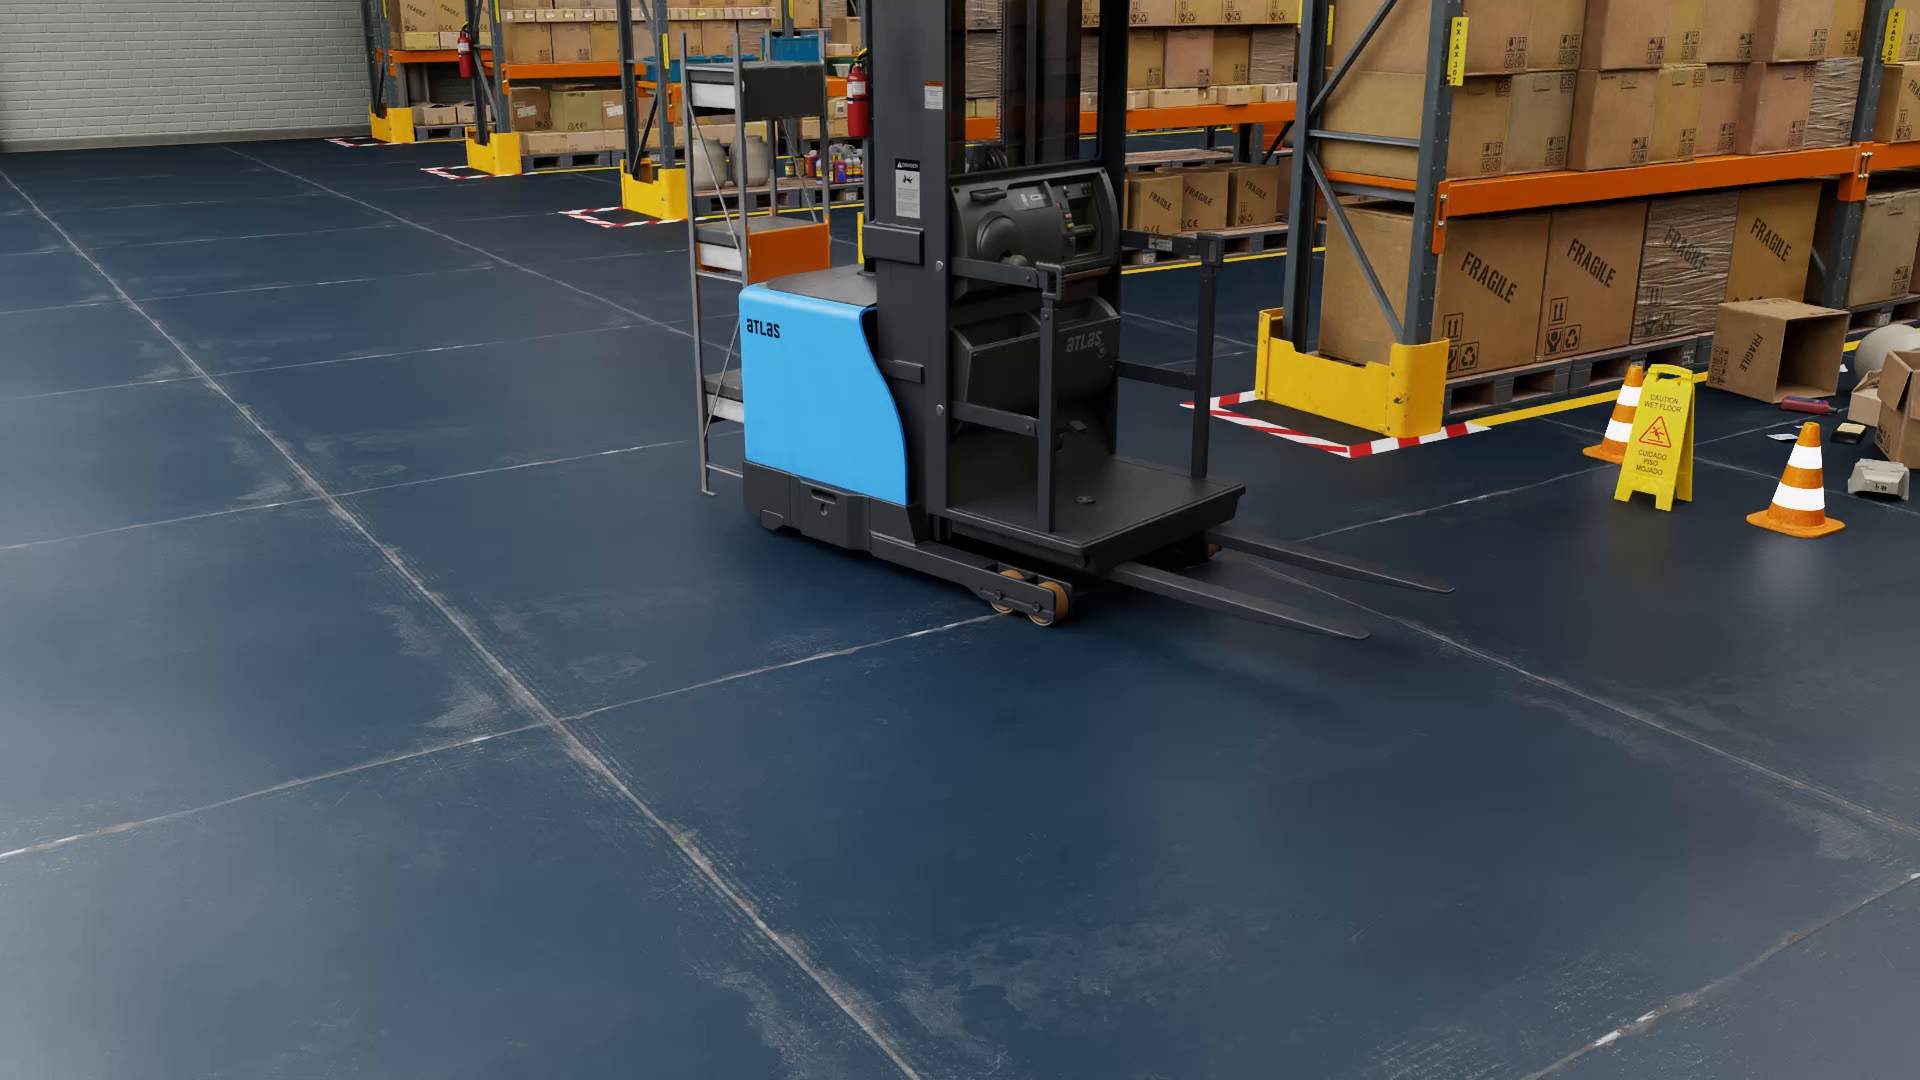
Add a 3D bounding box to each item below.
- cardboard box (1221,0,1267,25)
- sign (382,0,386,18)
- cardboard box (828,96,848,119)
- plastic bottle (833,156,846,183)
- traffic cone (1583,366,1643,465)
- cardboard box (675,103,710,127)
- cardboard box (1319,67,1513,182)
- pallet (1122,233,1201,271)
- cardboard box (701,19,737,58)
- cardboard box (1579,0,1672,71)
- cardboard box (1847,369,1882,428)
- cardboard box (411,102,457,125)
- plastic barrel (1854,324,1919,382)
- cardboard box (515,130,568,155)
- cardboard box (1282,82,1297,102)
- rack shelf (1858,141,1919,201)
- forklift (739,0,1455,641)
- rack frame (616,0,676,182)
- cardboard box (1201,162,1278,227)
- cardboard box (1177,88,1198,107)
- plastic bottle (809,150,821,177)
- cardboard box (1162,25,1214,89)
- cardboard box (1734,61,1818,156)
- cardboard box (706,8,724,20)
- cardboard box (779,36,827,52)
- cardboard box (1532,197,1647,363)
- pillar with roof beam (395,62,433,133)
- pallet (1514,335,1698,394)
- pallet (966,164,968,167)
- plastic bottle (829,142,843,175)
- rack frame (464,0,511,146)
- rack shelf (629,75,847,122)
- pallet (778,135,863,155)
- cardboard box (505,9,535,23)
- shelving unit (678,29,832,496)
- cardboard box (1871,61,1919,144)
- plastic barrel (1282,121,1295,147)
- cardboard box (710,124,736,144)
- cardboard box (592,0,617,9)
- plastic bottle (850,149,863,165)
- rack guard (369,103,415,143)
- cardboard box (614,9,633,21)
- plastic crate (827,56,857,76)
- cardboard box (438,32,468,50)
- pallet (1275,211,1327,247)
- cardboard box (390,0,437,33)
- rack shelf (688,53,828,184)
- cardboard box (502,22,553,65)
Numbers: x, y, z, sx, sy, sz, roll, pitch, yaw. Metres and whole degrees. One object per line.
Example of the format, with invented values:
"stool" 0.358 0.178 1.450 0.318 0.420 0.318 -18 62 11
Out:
"cardboard box" 2.239 -4.611 14.019 0.500 0.500 0.500 -12 22 -31
"sign" -8.334 -7.726 24.062 0.005 0.325 0.100 -12 22 -31
"cardboard box" -1.662 -6.096 23.355 0.500 0.311 0.500 -12 22 -32
"plastic bottle" -1.300 -4.004 17.958 0.133 0.283 0.061 -11 22 -31
"traffic cone" 3.408 -0.654 8.455 0.334 0.463 0.336 -12 22 -31
"cardboard box" -3.671 -5.778 22.120 0.500 0.500 0.500 -12 22 -31
"cardboard box" 2.468 -2.290 9.101 0.550 0.550 0.875 -12 22 -31
"pallet" 1.319 -2.526 14.386 1.213 0.211 1.003 -12 22 -31
"cardboard box" -3.369 -6.714 22.264 0.500 0.500 0.700 -12 22 -32
"cardboard box" 3.465 -2.963 9.405 0.550 0.550 0.875 -12 22 -31
"cardboard box" 5.101 -0.756 9.065 0.258 0.266 0.396 -8 20 -22
"cardboard box" -8.006 -6.493 25.279 0.500 0.311 0.500 -15 24 -37
"plastic barrel" 5.420 -1.016 9.588 0.421 0.421 0.512 2 19 6
"cardboard box" -5.335 -5.068 21.189 0.500 0.250 0.500 -12 22 -31
"cardboard box" 2.863 -3.955 14.653 0.250 0.149 0.380 -12 22 -31
"rack shelf" 7.194 -2.858 12.137 4.000 0.370 1.077 -12 22 -31
"forklift" 0.461 -1.252 6.373 3.031 2.935 1.130 16 25 40
"rack frame" -3.184 -4.811 16.792 0.127 3.000 1.000 -12 22 -31
"cardboard box" 2.524 -3.146 15.113 0.500 0.500 0.500 -13 22 -33
"cardboard box" 1.791 -3.748 14.041 0.250 0.149 0.380 -12 22 -31
"plastic bottle" -1.607 -4.182 18.486 0.133 0.283 0.061 -12 22 -31
"cardboard box" 1.671 -4.123 14.135 0.500 0.500 0.875 -12 22 -31
"cardboard box" 4.775 -2.746 10.450 0.550 0.550 0.875 -12 22 -31
"cardboard box" -3.318 -6.954 21.962 0.250 0.149 0.380 -12 22 -32
"cardboard box" -2.178 -6.868 23.112 0.500 0.250 0.500 -10 21 -28
"cardboard box" 3.447 -1.627 10.035 0.875 0.875 0.875 -12 22 -32
"pillar with roof beam" -6.156 -9.506 21.312 0.400 9.000 9.100 -12 22 -31
"pallet" 3.826 -1.196 10.453 1.213 0.211 1.003 -12 22 -31
"pallet" 0.791 -4.343 19.762 1.213 0.211 1.003 -12 22 -31
"plastic bottle" -1.414 -4.297 18.720 0.185 0.351 0.144 -11 22 -29
"rack frame" -5.905 -6.136 20.713 0.127 3.000 1.000 -12 22 -31
"rack shelf" -1.514 -4.822 17.949 4.000 0.370 1.077 -12 22 -31
"pallet" -1.971 -5.660 23.658 1.213 0.211 1.003 -12 22 -31
"cardboard box" -5.459 -6.503 20.627 0.250 0.149 0.380 -12 22 -32
"shelving unit" -0.908 -1.234 7.617 0.431 2.100 0.503 17 25 41
"cardboard box" 6.111 -2.914 11.025 0.500 0.500 0.500 -12 22 -31
"plastic barrel" 4.319 -5.455 21.924 0.421 0.512 0.421 0 19 0
"cardboard box" -3.255 -5.512 22.502 0.500 0.250 0.500 -12 22 -31
"cardboard box" -4.607 -7.070 21.291 0.500 0.500 0.700 -12 22 -31
"plastic bottle" -1.156 -4.259 18.725 0.135 0.276 0.152 -12 22 -31
"rack guard" -8.570 -6.290 25.070 0.348 0.500 1.175 -12 22 -31
"cardboard box" -4.385 -6.730 21.299 0.250 0.149 0.380 -12 22 -32
"plastic crate" -1.133 -5.251 18.426 0.662 0.188 0.450 -12 22 -31
"cardboard box" -7.625 -7.496 24.936 0.500 0.250 0.500 -13 22 -33
"pallet" 3.530 -3.007 15.810 1.213 0.211 1.003 -12 22 -31
"cardboard box" -8.069 -7.758 24.542 0.500 0.500 0.500 -12 22 -31
"rack shelf" -0.908 -1.884 7.397 0.431 0.518 0.480 17 25 41
"cardboard box" -5.508 -6.263 20.930 0.500 0.500 0.700 -12 22 -31
